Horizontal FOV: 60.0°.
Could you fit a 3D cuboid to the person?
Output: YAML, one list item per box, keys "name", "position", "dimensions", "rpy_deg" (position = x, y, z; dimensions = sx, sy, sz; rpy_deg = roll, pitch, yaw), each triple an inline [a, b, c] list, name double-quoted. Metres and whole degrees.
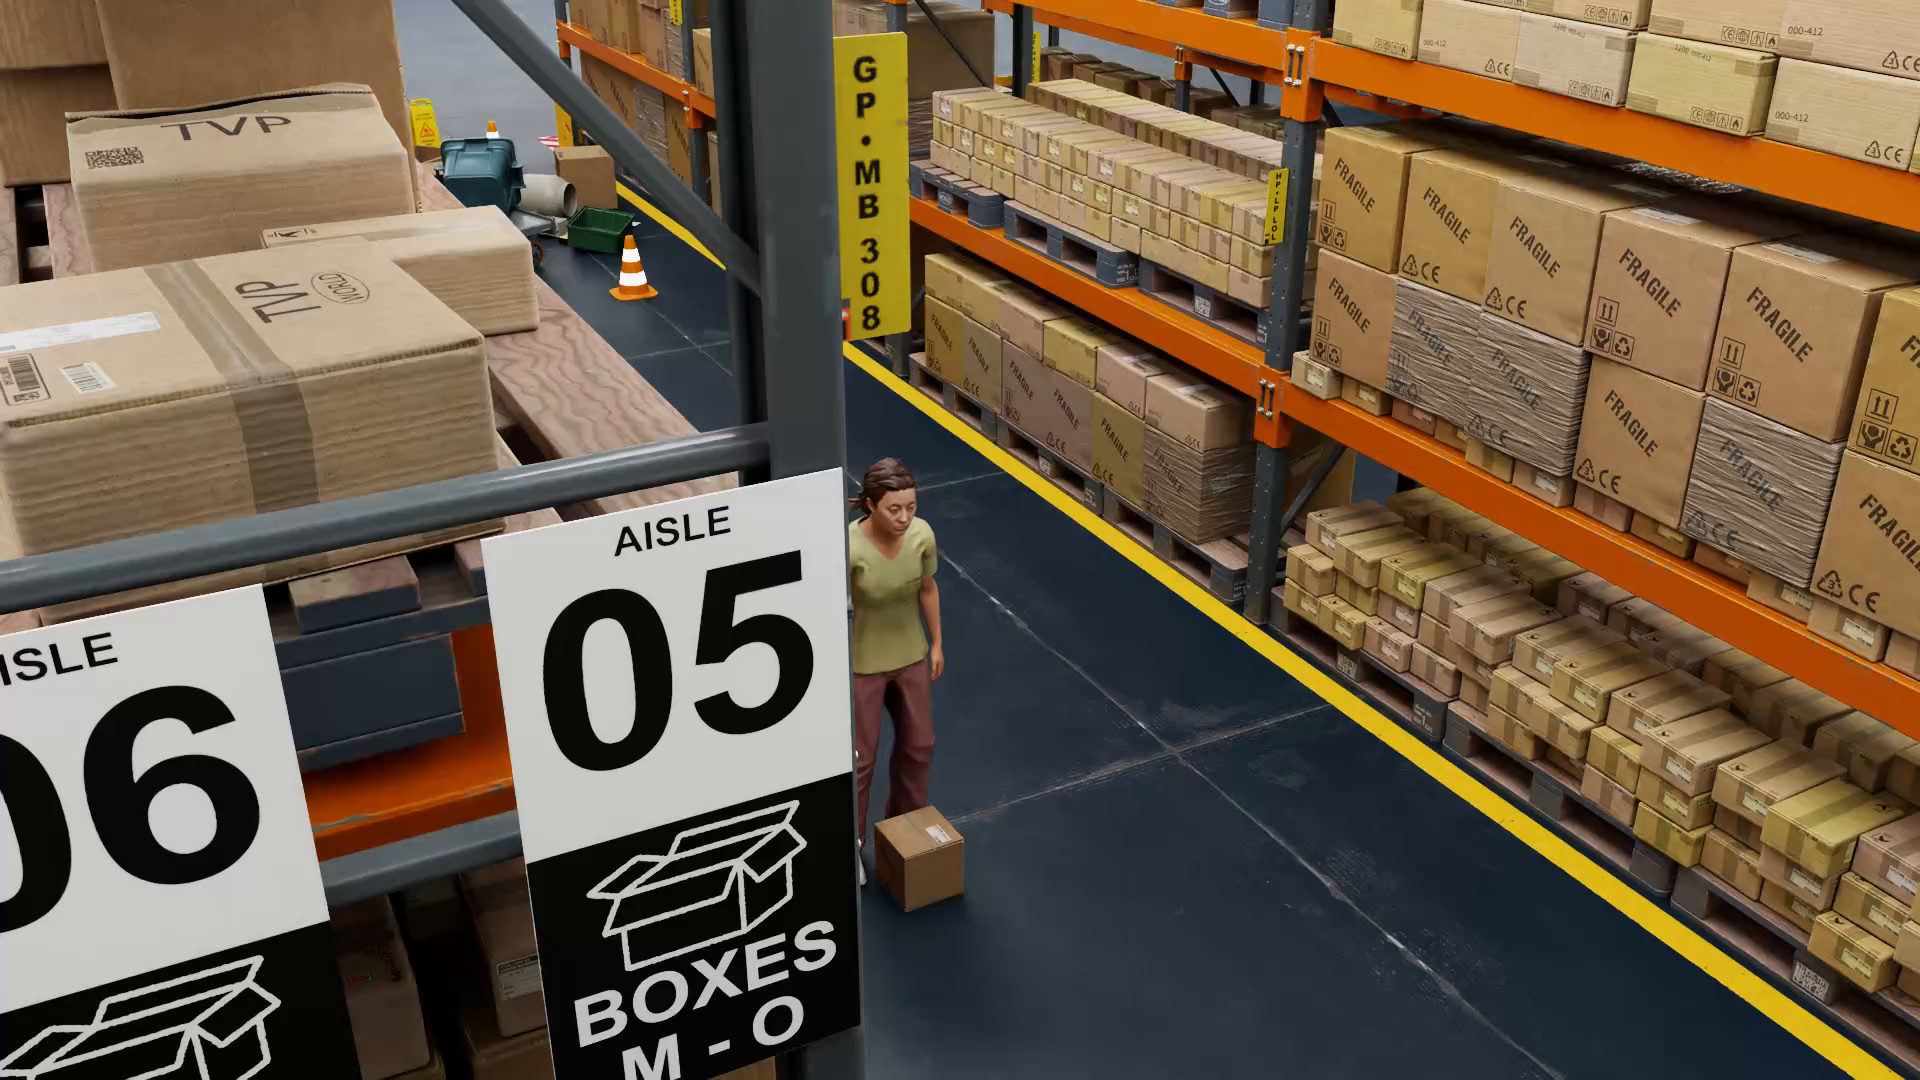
- name: "person"
  position: [-0.278, 0.464, 6.144]
  dimensions: [0.499, 1.673, 0.354]
  rpy_deg: [-13, 29, -25]
